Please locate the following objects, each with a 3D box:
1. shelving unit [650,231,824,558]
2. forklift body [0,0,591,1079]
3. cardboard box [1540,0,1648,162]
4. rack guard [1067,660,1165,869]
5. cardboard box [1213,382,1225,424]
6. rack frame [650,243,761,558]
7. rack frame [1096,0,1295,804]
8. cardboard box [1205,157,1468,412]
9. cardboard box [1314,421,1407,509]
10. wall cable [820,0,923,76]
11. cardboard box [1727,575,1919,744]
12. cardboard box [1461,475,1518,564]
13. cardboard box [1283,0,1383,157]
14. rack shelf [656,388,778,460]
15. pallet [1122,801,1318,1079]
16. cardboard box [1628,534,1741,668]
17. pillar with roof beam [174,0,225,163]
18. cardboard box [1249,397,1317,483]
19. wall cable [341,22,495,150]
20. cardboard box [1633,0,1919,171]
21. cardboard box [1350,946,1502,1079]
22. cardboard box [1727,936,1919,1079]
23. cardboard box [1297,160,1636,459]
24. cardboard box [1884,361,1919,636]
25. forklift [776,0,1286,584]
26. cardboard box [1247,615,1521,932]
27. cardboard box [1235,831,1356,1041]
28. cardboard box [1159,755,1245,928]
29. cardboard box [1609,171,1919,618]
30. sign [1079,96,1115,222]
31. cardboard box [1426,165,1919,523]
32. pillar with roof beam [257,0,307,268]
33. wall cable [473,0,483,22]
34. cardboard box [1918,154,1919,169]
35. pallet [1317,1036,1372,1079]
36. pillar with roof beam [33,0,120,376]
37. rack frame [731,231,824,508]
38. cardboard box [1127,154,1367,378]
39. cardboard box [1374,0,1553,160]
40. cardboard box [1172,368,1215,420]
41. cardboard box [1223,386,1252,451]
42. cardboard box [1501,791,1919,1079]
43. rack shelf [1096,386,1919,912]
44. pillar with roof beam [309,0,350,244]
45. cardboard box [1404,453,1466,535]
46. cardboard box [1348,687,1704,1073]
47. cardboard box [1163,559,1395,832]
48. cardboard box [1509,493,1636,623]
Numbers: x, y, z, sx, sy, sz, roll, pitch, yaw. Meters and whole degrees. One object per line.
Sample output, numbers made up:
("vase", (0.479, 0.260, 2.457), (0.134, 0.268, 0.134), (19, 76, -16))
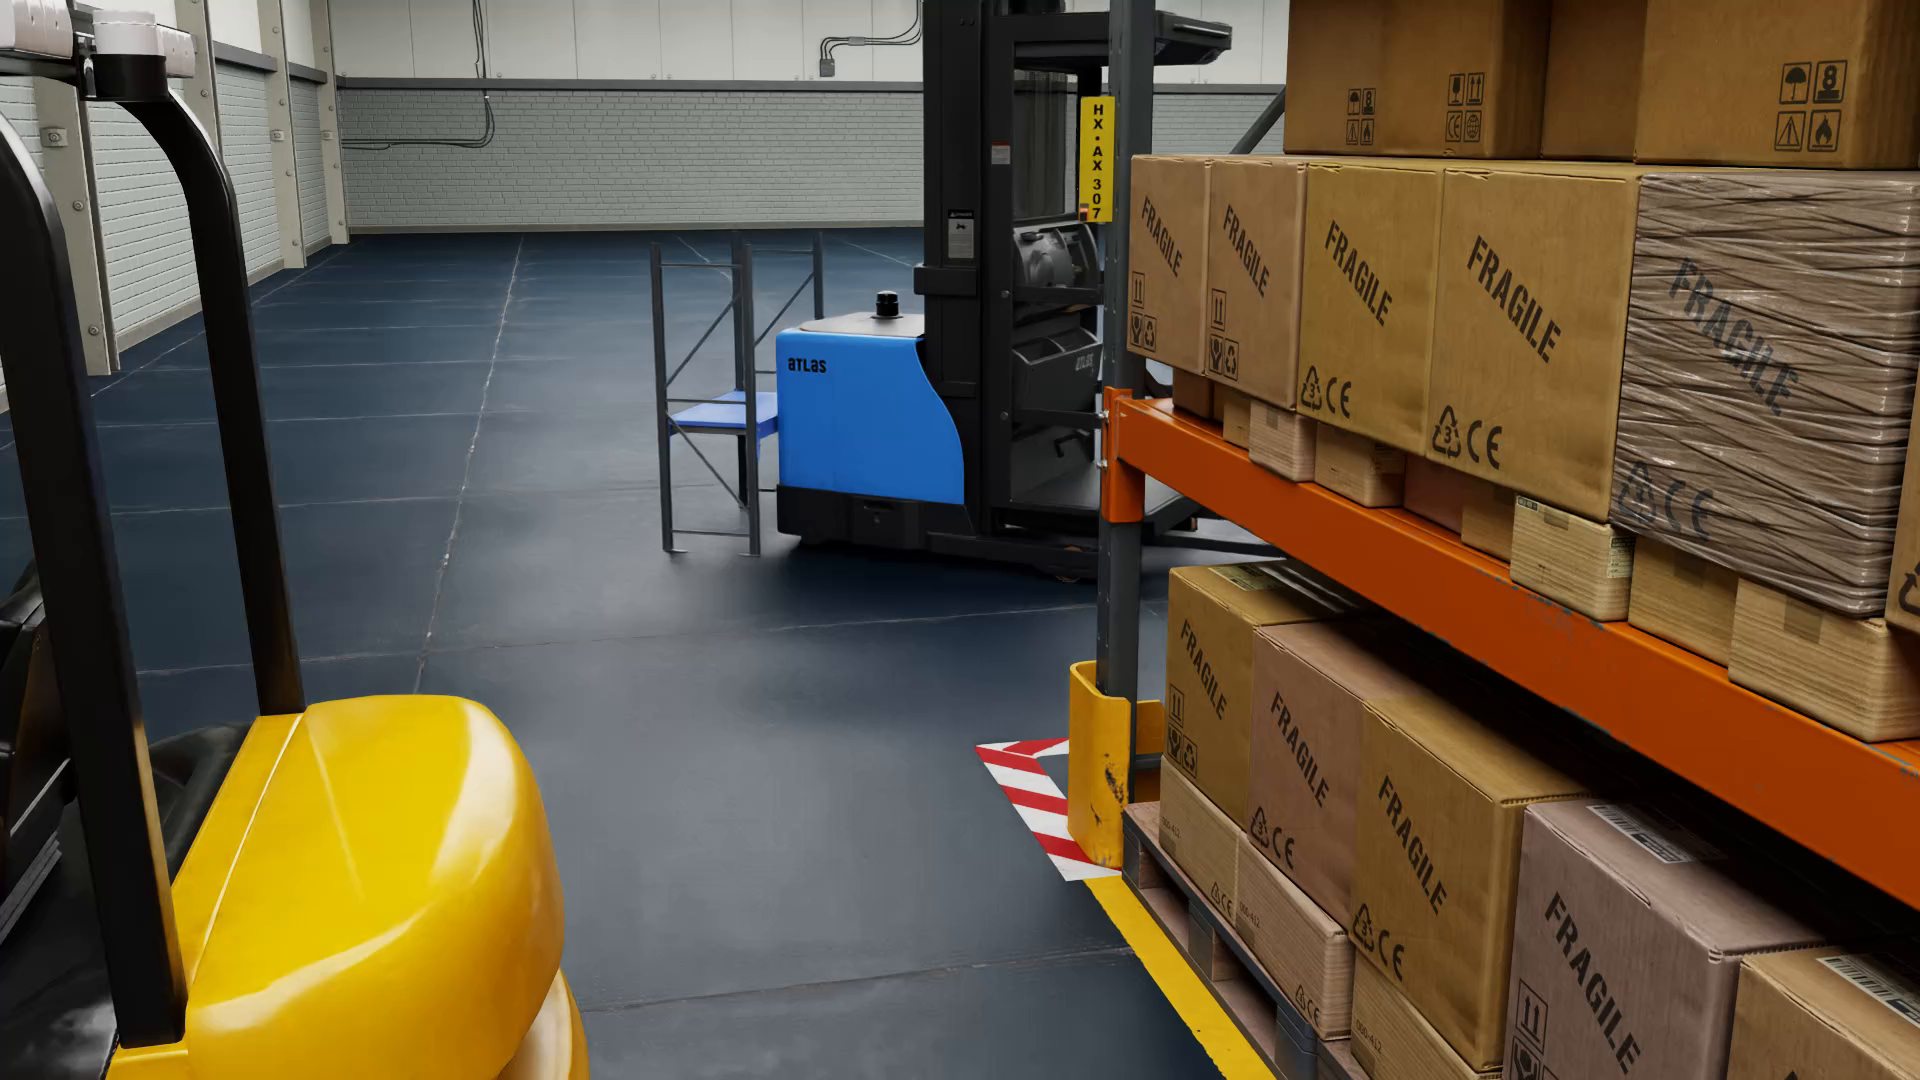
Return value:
("shelving unit", (-1.092, -0.777, 8.449), (0.538, 1.500, 1.048), (3, 14, 14))
("forklift body", (-1.710, 0.403, 2.247), (2.313, 2.155, 1.214), (-3, 14, -13))
("cardboard box", (1.559, -0.967, 3.121), (0.700, 0.500, 0.500), (-3, 14, -14))
("rack guard", (0.913, 0.609, 4.882), (1.175, 0.500, 0.348), (-3, 14, -13))
("cardboard box", (0.847, -0.354, 4.084), (0.380, 0.149, 0.250), (-3, 14, -12))
("rack frame", (-1.217, -0.660, 7.970), (0.500, 1.500, 0.032), (3, 14, 14))
("rack frame", (0.895, -0.623, 4.657), (1.000, 3.000, 0.127), (-3, 14, -13))
("cardboard box", (0.861, -0.572, 3.611), (0.500, 0.500, 0.500), (-3, 14, -11))
("cardboard box", (0.939, -0.169, 3.328), (0.380, 0.149, 0.250), (-3, 14, -12))
("wall cable", (-1.862, -12.901, 35.105), (2.305, 6.003, 0.169), (-3, 14, -13))
("cardboard box", (1.221, 0.130, 2.102), (0.380, 0.149, 0.250), (-3, 14, -14))
("cardboard box", (1.092, -0.049, 2.836), (0.380, 0.149, 0.250), (-4, 14, -15))
("cardboard box", (1.227, -1.196, 4.059), (0.700, 0.500, 0.500), (-4, 14, -15))
("rack shelf", (-1.092, -0.603, 8.491), (0.538, 0.185, 1.000), (3, 14, 14))
("pallet", (1.069, 0.938, 4.141), (1.003, 0.211, 1.213), (-3, 14, -13))
("cardboard box", (1.190, 0.070, 2.351), (0.380, 0.149, 0.250), (-4, 14, -14))
("pillar with roof beam", (-4.684, -7.441, 19.925), (9.100, 9.000, 0.400), (-3, 14, -13))
("cardboard box", (0.845, -0.227, 3.565), (0.380, 0.149, 0.250), (-3, 14, -12))
("wall cable", (-11.094, -9.215, 33.726), (3.097, 2.526, 0.112), (-3, 14, -13))
("cardboard box", (1.541, -0.844, 2.618), (0.700, 0.500, 0.500), (-3, 14, -14))
("cardboard box", (1.069, 0.954, 3.113), (0.500, 0.250, 0.500), (-2, 14, -9))
("cardboard box", (1.314, 0.828, 2.045), (0.500, 0.500, 0.500), (-3, 14, -12))
("cardboard box", (0.982, -0.455, 3.130), (0.500, 0.500, 0.500), (-4, 14, -14))
("cardboard box", (1.361, -0.100, 1.680), (0.500, 0.500, 0.500), (-3, 14, -11))
("forklift", (0.644, -1.350, 7.775), (3.031, 2.935, 1.130), (6, 15, 25))
("cardboard box", (0.949, 0.472, 3.505), (0.500, 0.500, 0.500), (-4, 14, -15))
("cardboard box", (0.928, 0.828, 3.625), (0.500, 0.250, 0.500), (-3, 14, -11))
("cardboard box", (0.816, 0.710, 4.109), (0.500, 0.250, 0.500), (-3, 14, -14))
("cardboard box", (1.235, -0.220, 2.169), (0.500, 0.500, 0.500), (-3, 14, -12))
("sign", (0.368, -1.013, 4.430), (0.100, 0.325, 0.005), (-3, 14, -13))
("cardboard box", (1.110, -0.338, 2.652), (0.500, 0.500, 0.500), (-4, 14, -14))
("pillar with roof beam", (-6.093, -8.826, 25.590), (9.100, 9.000, 0.400), (-3, 14, -13))
("wall cable", (-8.464, -11.819, 33.744), (3.097, 2.526, 0.112), (-3, 14, -13))
("cardboard box", (1.752, -0.729, 2.147), (0.700, 0.500, 0.500), (-4, 14, -14))
("pallet", (1.352, 1.219, 2.991), (1.003, 0.211, 1.213), (-3, 14, -13))
("pillar with roof beam", (-3.275, -6.057, 14.259), (9.100, 9.000, 0.400), (-3, 14, -13))
("rack frame", (-0.967, -0.894, 8.927), (0.500, 1.500, 0.032), (3, 14, 14))
("cardboard box", (0.737, -0.691, 4.099), (0.500, 0.500, 0.500), (-4, 14, -14))
("cardboard box", (1.339, -1.079, 3.579), (0.700, 0.500, 0.500), (-3, 14, -13))
("cardboard box", (0.774, -0.411, 4.319), (0.380, 0.149, 0.250), (-3, 14, -13))
("cardboard box", (0.830, -0.288, 3.815), (0.380, 0.149, 0.250), (-4, 14, -15))
("cardboard box", (1.193, 0.711, 2.526), (0.500, 0.500, 0.500), (-3, 14, -10))
("rack shelf", (1.365, 0.188, 2.854), (1.077, 0.370, 4.000), (-3, 14, -13))
("pillar with roof beam", (-7.503, -10.210, 31.256), (9.100, 9.000, 0.400), (-3, 14, -13))
("cardboard box", (1.059, -0.111, 3.092), (0.380, 0.149, 0.250), (-3, 14, -11))
("cardboard box", (1.059, 0.588, 3.029), (0.500, 0.500, 0.500), (-3, 14, -12))
("cardboard box", (0.822, 0.351, 3.997), (0.500, 0.500, 0.500), (-4, 14, -15))
("cardboard box", (1.094, 0.012, 2.585), (0.380, 0.149, 0.250), (-3, 14, -13))
